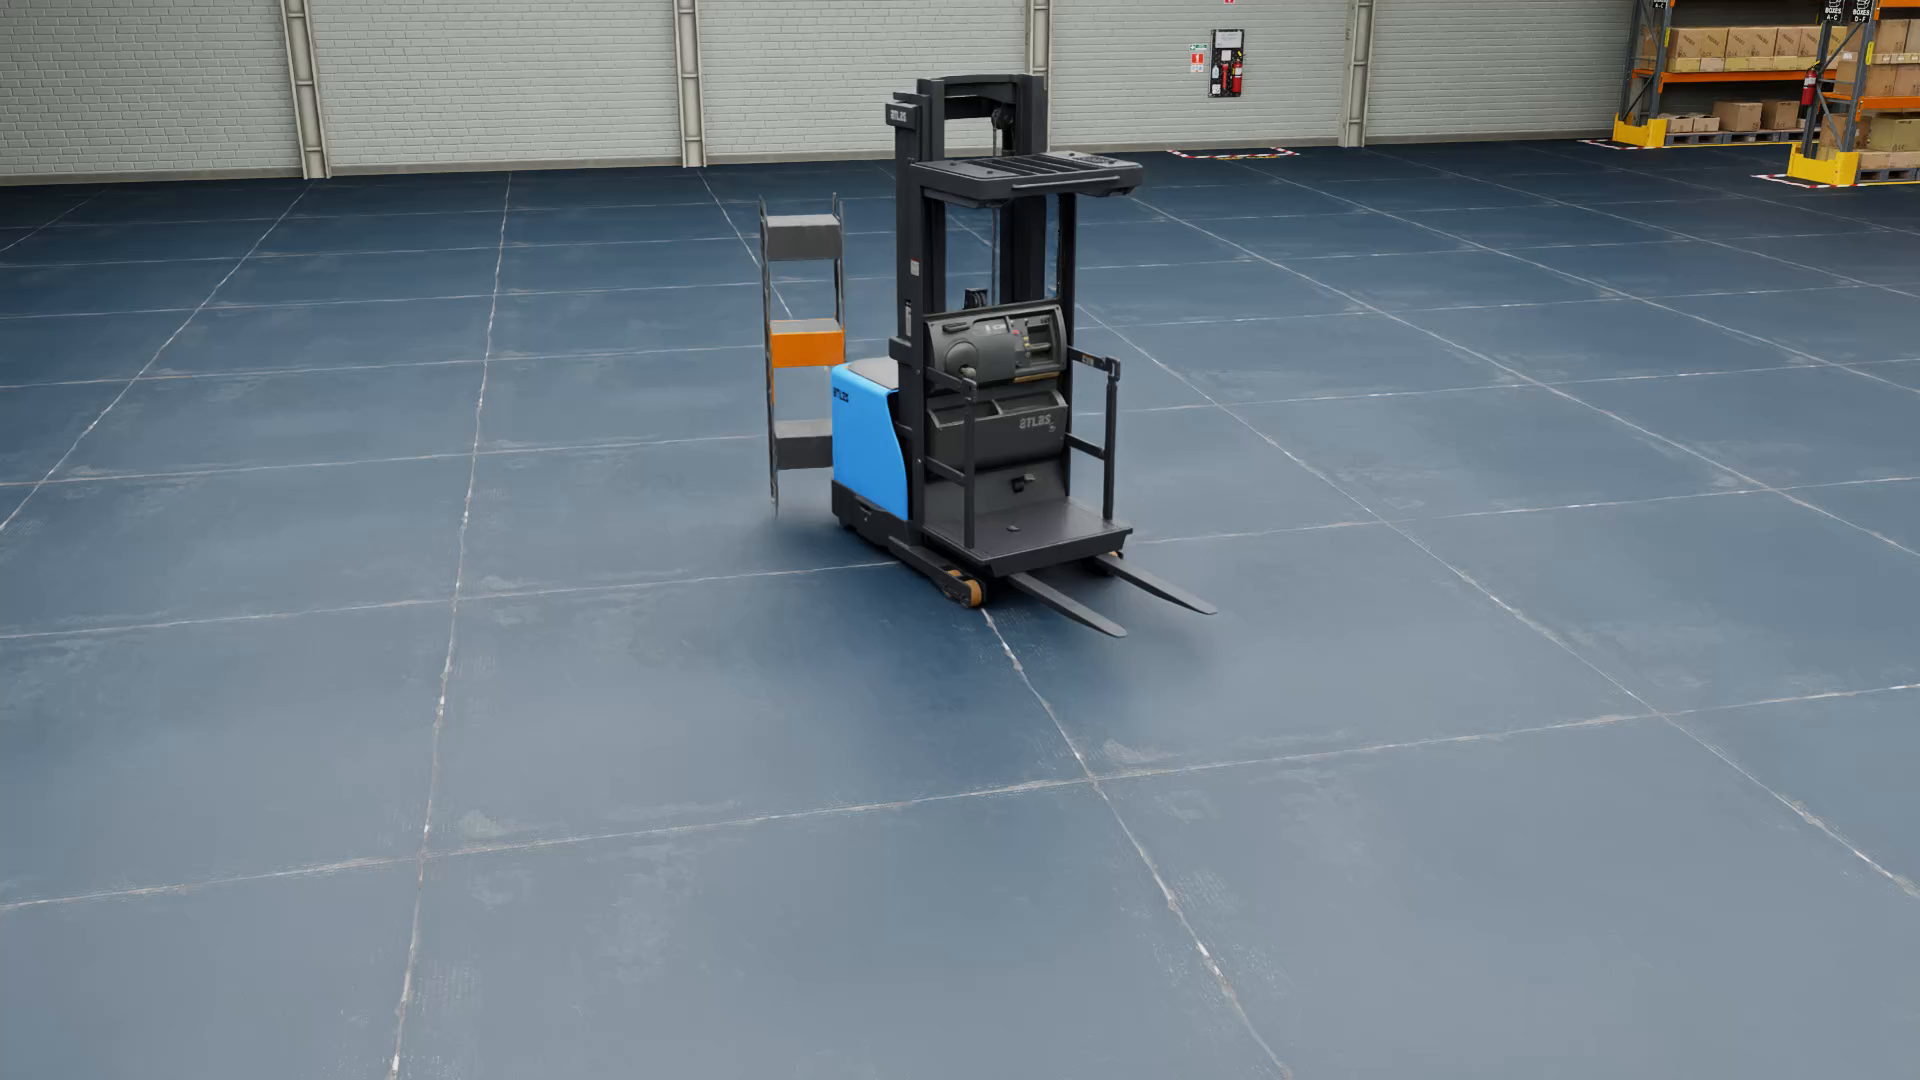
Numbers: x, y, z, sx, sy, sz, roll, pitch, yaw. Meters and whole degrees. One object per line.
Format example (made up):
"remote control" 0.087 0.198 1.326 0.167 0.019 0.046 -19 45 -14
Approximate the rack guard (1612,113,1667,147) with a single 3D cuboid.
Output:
"rack guard" 12.627 -7.626 30.907 0.348 0.500 1.175 -5 21 -12

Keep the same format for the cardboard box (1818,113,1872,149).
"cardboard box" 14.150 -6.537 26.595 0.500 0.500 0.500 -5 21 -12

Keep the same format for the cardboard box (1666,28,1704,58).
"cardboard box" 13.086 -9.022 30.183 0.500 0.500 0.500 -5 21 -12

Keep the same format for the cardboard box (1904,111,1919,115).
"cardboard box" 15.606 -6.660 26.931 0.500 0.500 0.500 -5 21 -12

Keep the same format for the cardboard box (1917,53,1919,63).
"cardboard box" 14.873 -7.507 25.859 0.250 0.149 0.380 -5 21 -13

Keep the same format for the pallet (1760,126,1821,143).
"pallet" 15.800 -7.736 31.627 1.213 0.211 1.003 -5 21 -12

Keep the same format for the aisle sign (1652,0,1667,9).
"aisle sign" 12.552 -9.909 29.724 0.004 0.787 0.394 -5 21 -12

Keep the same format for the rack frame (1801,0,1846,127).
"rack frame" 16.445 -9.111 31.325 0.127 3.000 1.000 -5 21 -12

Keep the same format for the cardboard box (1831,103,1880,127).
"cardboard box" 17.158 -8.207 31.854 0.500 0.500 0.700 -4 20 -11

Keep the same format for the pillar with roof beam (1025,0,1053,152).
"pillar with roof beam" 2.347 -9.565 23.844 0.400 9.000 9.100 -5 21 -12

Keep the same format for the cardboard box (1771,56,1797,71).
"cardboard box" 15.081 -8.829 30.745 0.500 0.250 0.500 -5 21 -13

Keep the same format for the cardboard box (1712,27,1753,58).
"cardboard box" 14.074 -9.097 30.386 0.500 0.500 0.500 -5 21 -14

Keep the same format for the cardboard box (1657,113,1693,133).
"cardboard box" 13.247 -7.763 30.915 0.500 0.311 0.500 -7 21 -19

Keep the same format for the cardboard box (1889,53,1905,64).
"cardboard box" 14.384 -7.469 25.754 0.250 0.149 0.380 -5 21 -14

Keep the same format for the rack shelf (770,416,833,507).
"rack shelf" -1.032 -0.550 11.338 0.480 0.518 0.431 -4 20 -10

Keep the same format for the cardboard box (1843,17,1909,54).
"cardboard box" 14.205 -7.829 25.795 0.500 0.500 0.700 -5 21 -12

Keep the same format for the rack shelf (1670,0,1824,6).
"rack shelf" 14.499 -10.023 30.501 4.000 0.370 1.077 -5 21 -12

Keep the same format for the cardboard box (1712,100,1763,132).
"cardboard box" 14.527 -7.938 31.118 0.500 0.500 0.700 -6 21 -16

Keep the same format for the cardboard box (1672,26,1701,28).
"cardboard box" 13.455 -9.230 30.750 0.500 0.500 0.500 -4 21 -12

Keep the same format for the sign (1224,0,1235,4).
"sign" 4.751 -9.603 29.298 0.199 0.298 0.001 -5 21 -12

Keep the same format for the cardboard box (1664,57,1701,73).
"cardboard box" 13.101 -8.665 30.299 0.500 0.250 0.500 -5 21 -14

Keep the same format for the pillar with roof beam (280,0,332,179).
"pillar with roof beam" -9.331 -8.615 21.251 0.400 9.000 9.100 -5 21 -12

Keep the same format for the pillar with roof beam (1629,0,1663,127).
"pillar with roof beam" 14.025 -10.515 26.437 0.400 9.000 9.100 -5 21 -12

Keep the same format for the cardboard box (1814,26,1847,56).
"cardboard box" 16.056 -9.261 30.834 0.500 0.500 0.500 -5 21 -13

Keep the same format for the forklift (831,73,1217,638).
"forklift" 0.339 -1.159 9.718 1.130 2.935 3.031 -12 23 -29

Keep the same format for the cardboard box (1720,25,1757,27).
"cardboard box" 14.447 -9.312 30.975 0.500 0.500 0.500 -4 21 -12

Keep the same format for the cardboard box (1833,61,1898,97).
"cardboard box" 14.153 -7.216 26.007 0.500 0.500 0.700 -5 21 -12

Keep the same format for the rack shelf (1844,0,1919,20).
"rack shelf" 15.642 -8.365 25.975 4.000 0.370 1.077 -5 21 -12

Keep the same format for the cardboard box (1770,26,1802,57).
"cardboard box" 15.079 -9.183 30.622 0.500 0.500 0.500 -5 21 -14

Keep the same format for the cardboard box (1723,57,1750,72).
"cardboard box" 14.100 -8.750 30.528 0.500 0.250 0.500 -5 21 -13

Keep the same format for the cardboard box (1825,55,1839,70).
"cardboard box" 16.054 -8.911 30.968 0.500 0.250 0.500 -5 21 -12

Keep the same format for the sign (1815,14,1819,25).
"sign" 16.314 -9.840 31.632 0.005 0.325 0.100 -5 21 -12

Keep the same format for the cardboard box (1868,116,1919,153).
"cardboard box" 14.755 -6.403 26.229 0.500 0.500 0.500 -5 21 -12

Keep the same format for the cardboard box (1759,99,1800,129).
"cardboard box" 15.444 -8.048 31.419 0.500 0.500 0.500 -6 21 -17

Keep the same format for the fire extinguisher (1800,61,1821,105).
"fire extinguisher" 13.474 -7.246 26.347 0.183 0.674 0.296 -5 21 -12

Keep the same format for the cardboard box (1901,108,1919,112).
"cardboard box" 18.155 -8.292 32.085 0.500 0.500 0.700 -4 21 -12

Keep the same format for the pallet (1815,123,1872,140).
"pallet" 17.203 -7.864 31.974 1.213 0.211 1.003 -5 21 -12

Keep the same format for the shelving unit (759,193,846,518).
"shelving unit" -1.032 -1.220 11.093 0.503 2.100 0.431 -4 20 -10

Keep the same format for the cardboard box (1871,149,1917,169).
"cardboard box" 14.755 -6.051 26.360 0.500 0.250 0.500 -5 21 -12

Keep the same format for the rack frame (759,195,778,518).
"rack frame" -1.272 -1.204 11.050 0.015 2.100 0.400 -4 20 -10

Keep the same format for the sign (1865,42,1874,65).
"sign" 13.818 -7.394 25.264 0.005 0.325 0.100 -5 21 -12

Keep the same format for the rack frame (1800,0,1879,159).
"rack frame" 13.696 -7.136 25.935 0.127 3.000 1.000 -5 21 -12

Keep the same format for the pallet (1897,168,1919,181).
"pallet" 15.616 -5.997 26.879 1.213 0.211 1.003 -5 21 -12

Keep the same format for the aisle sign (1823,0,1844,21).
"aisle sign" 13.565 -8.450 25.742 0.004 0.787 0.394 -5 21 -12

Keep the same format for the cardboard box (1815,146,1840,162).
"cardboard box" 14.150 -6.184 26.722 0.500 0.250 0.500 -5 21 -12
